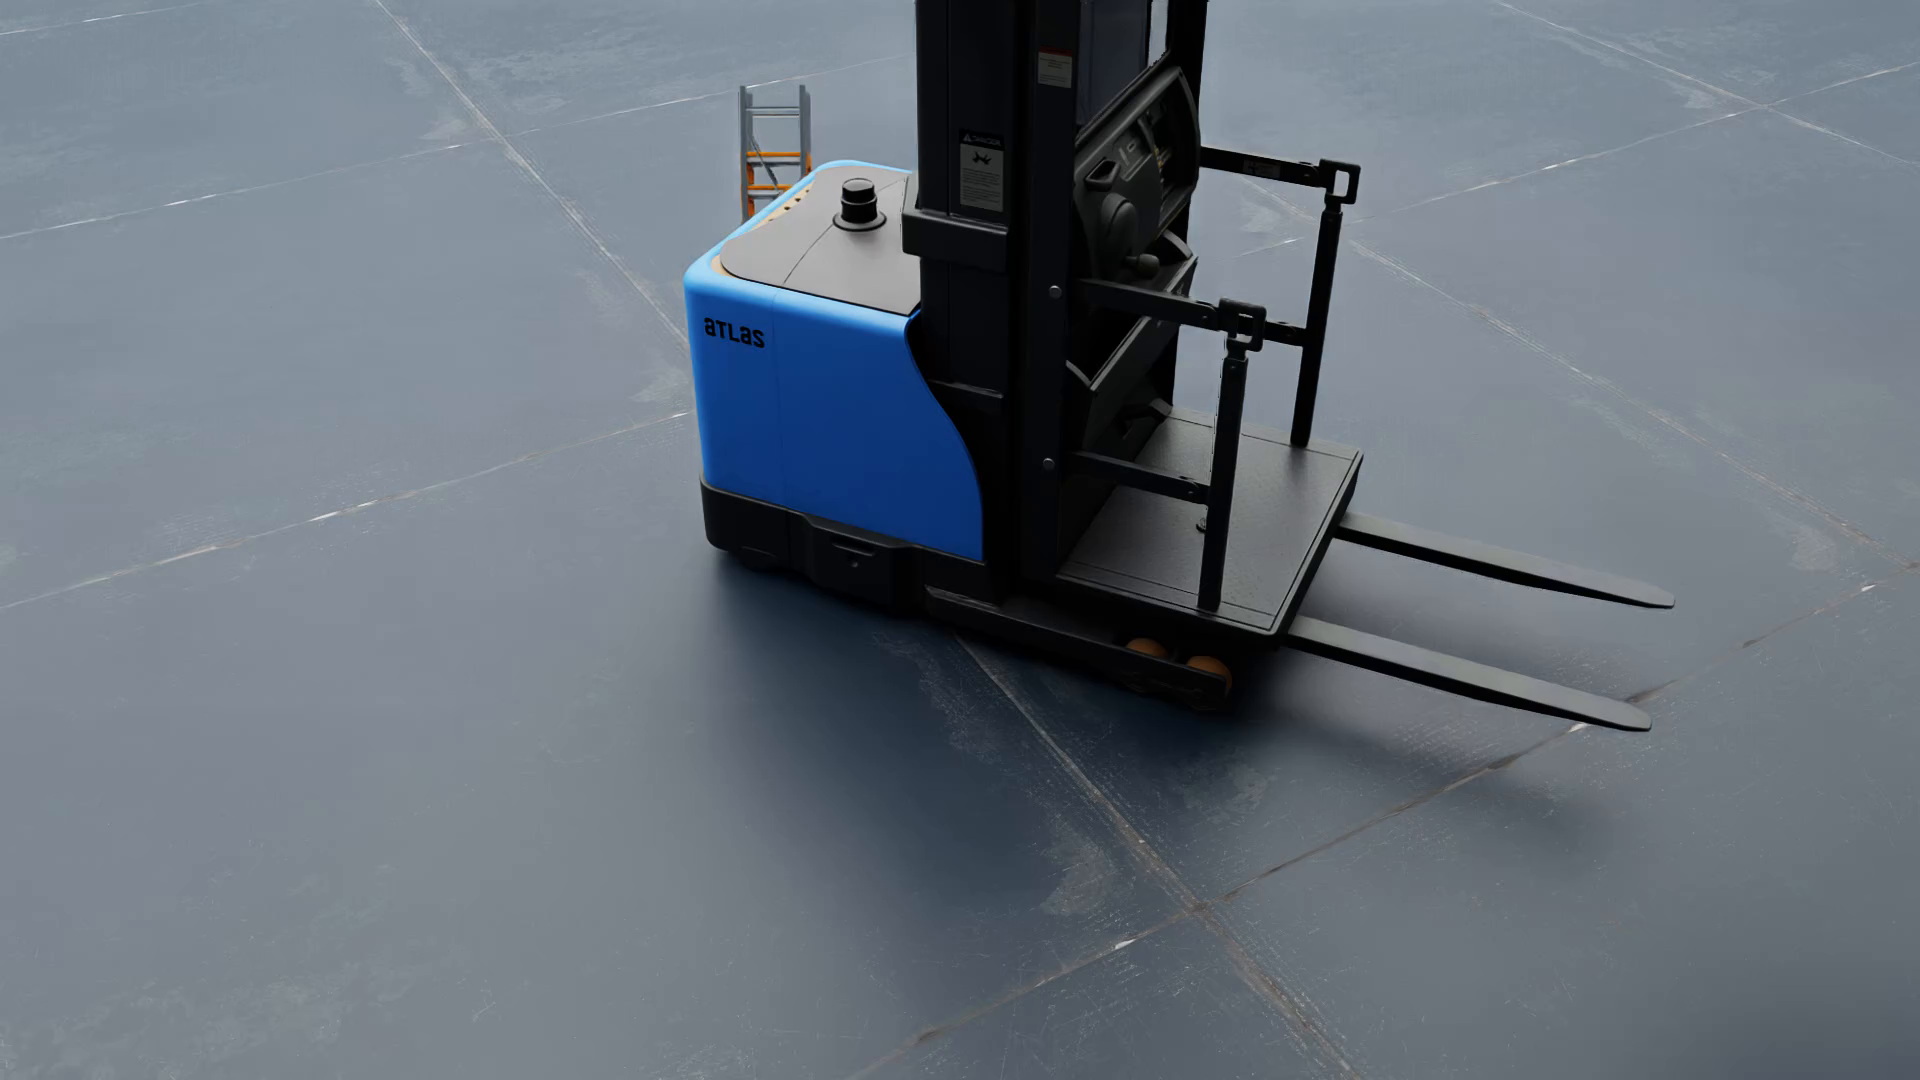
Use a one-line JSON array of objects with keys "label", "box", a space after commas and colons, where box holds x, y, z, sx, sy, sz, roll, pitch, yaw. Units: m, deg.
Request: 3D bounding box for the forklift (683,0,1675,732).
[{"label": "forklift", "box": [0.694, -1.026, 4.669, 3.031, 2.935, 1.130, 15, 39, 20]}]

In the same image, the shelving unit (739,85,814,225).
[{"label": "shelving unit", "box": [-0.684, -1.083, 6.264, 0.258, 1.200, 0.189, 0, 6, 1]}]

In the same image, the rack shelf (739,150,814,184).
[{"label": "rack shelf", "box": [-0.686, -1.397, 6.229, 0.258, 0.103, 0.180, 0, 6, 1]}]

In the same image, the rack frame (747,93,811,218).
[{"label": "rack frame", "box": [-0.682, -1.094, 6.355, 0.240, 1.200, 0.006, 0, 6, 1]}]

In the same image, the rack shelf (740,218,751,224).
[{"label": "rack shelf", "box": [-0.685, -1.159, 6.255, 0.258, 0.103, 0.180, 0, 6, 1]}]

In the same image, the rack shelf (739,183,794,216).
[{"label": "rack shelf", "box": [-0.685, -1.278, 6.242, 0.258, 0.103, 0.180, 0, 6, 1]}]

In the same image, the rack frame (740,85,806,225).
[{"label": "rack frame", "box": [-0.686, -1.073, 6.173, 0.240, 1.200, 0.006, 0, 6, 1]}]
